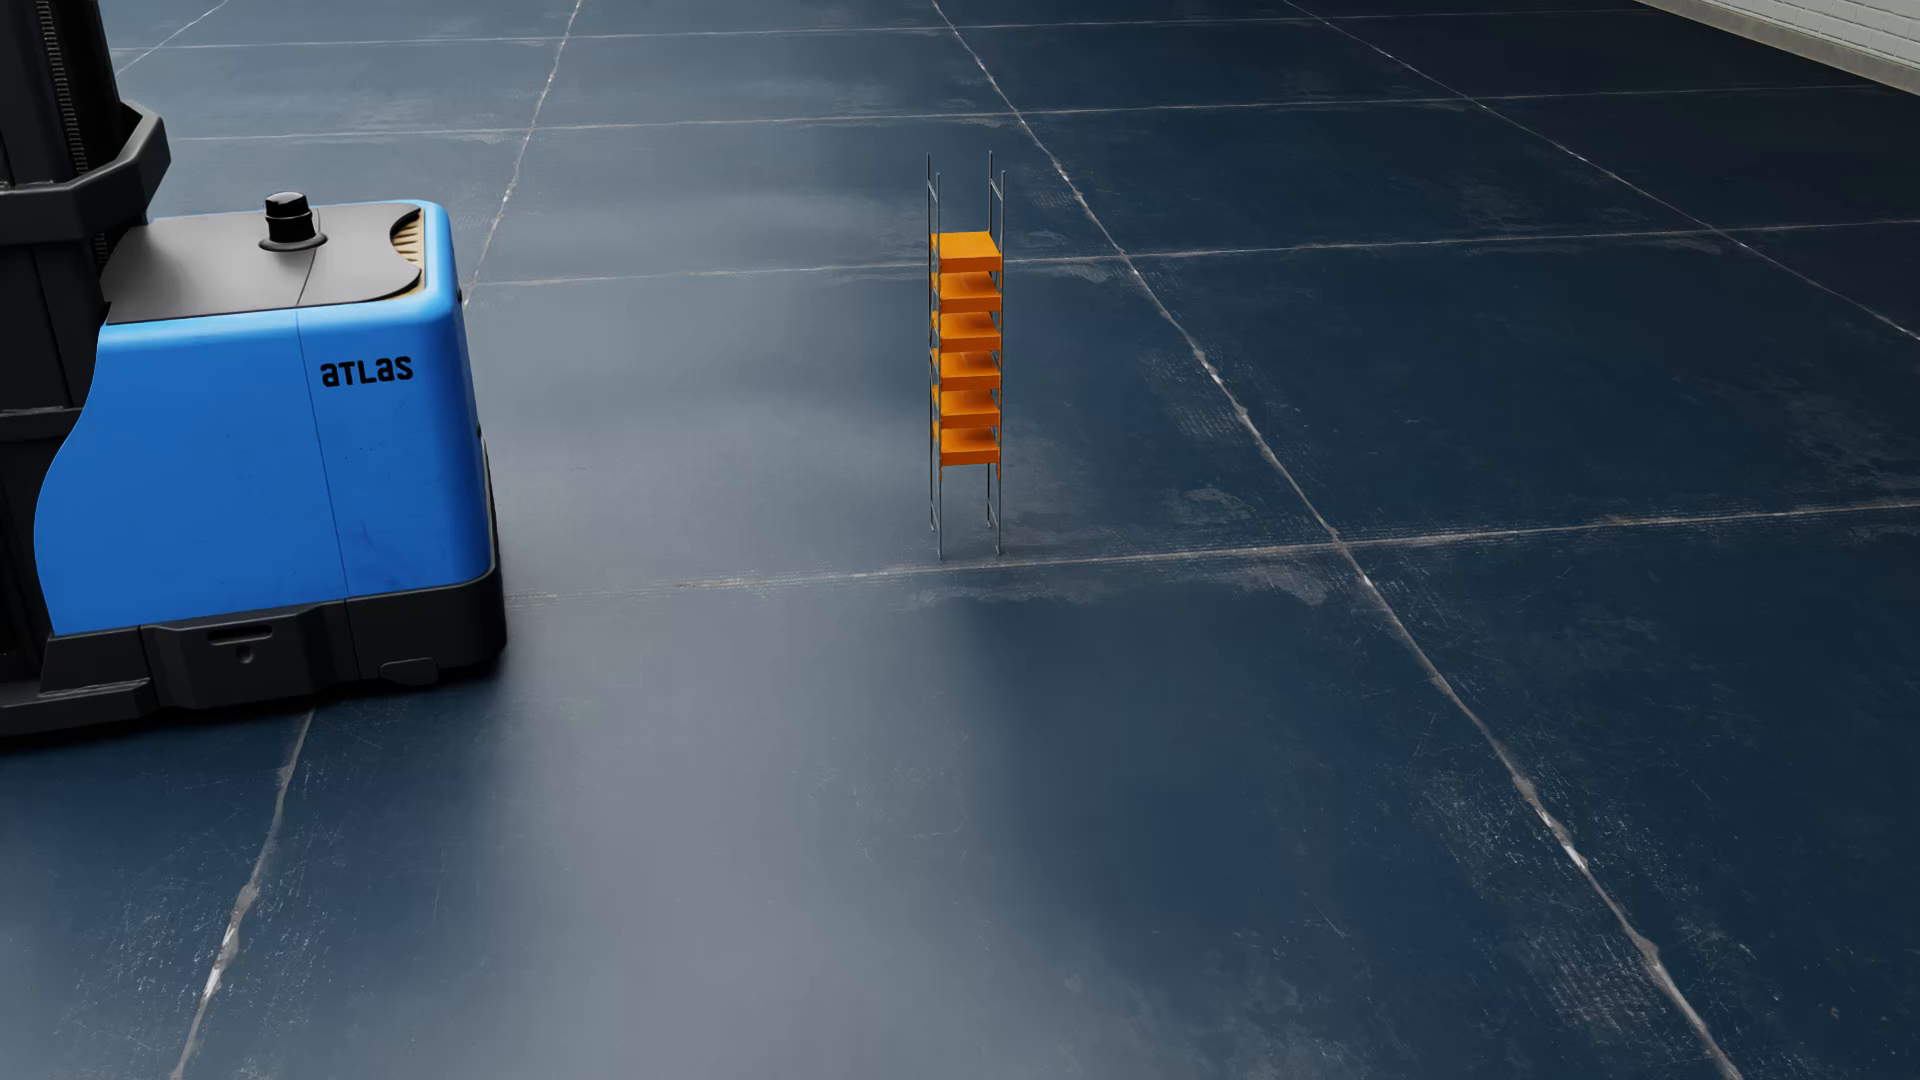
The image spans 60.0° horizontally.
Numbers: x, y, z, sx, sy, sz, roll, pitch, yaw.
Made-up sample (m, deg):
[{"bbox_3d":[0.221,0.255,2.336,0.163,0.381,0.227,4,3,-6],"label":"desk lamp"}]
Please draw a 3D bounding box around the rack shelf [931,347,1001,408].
[{"bbox_3d":[0.014,-0.495,4.998,0.180,0.103,0.258,-4,27,-7],"label":"rack shelf"}]

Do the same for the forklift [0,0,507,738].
[{"bbox_3d":[-2.812,-0.956,3.903,3.031,2.935,1.130,-8,28,-14],"label":"forklift"}]

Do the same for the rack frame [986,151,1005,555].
[{"bbox_3d":[0.105,-0.541,4.989,0.006,1.200,0.240,-4,27,-7],"label":"rack frame"}]

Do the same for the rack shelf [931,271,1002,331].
[{"bbox_3d":[0.014,-0.709,4.889,0.180,0.103,0.258,-4,27,-7],"label":"rack shelf"}]

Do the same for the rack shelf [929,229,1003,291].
[{"bbox_3d":[0.014,-0.816,4.834,0.180,0.103,0.258,-4,27,-7],"label":"rack shelf"}]

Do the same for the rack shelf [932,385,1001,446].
[{"bbox_3d":[0.014,-0.388,5.053,0.180,0.103,0.258,-4,27,-7],"label":"rack shelf"}]

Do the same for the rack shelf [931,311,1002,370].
[{"bbox_3d":[0.014,-0.602,4.943,0.180,0.103,0.258,-4,27,-7],"label":"rack shelf"}]

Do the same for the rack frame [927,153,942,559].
[{"bbox_3d":[-0.076,-0.529,4.967,0.006,1.200,0.240,-4,27,-7],"label":"rack frame"}]

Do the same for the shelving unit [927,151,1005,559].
[{"bbox_3d":[0.014,-0.535,4.978,0.189,1.200,0.258,-4,27,-7],"label":"shelving unit"}]

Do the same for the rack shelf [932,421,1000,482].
[{"bbox_3d":[0.014,-0.282,5.108,0.180,0.103,0.258,-4,27,-7],"label":"rack shelf"}]
